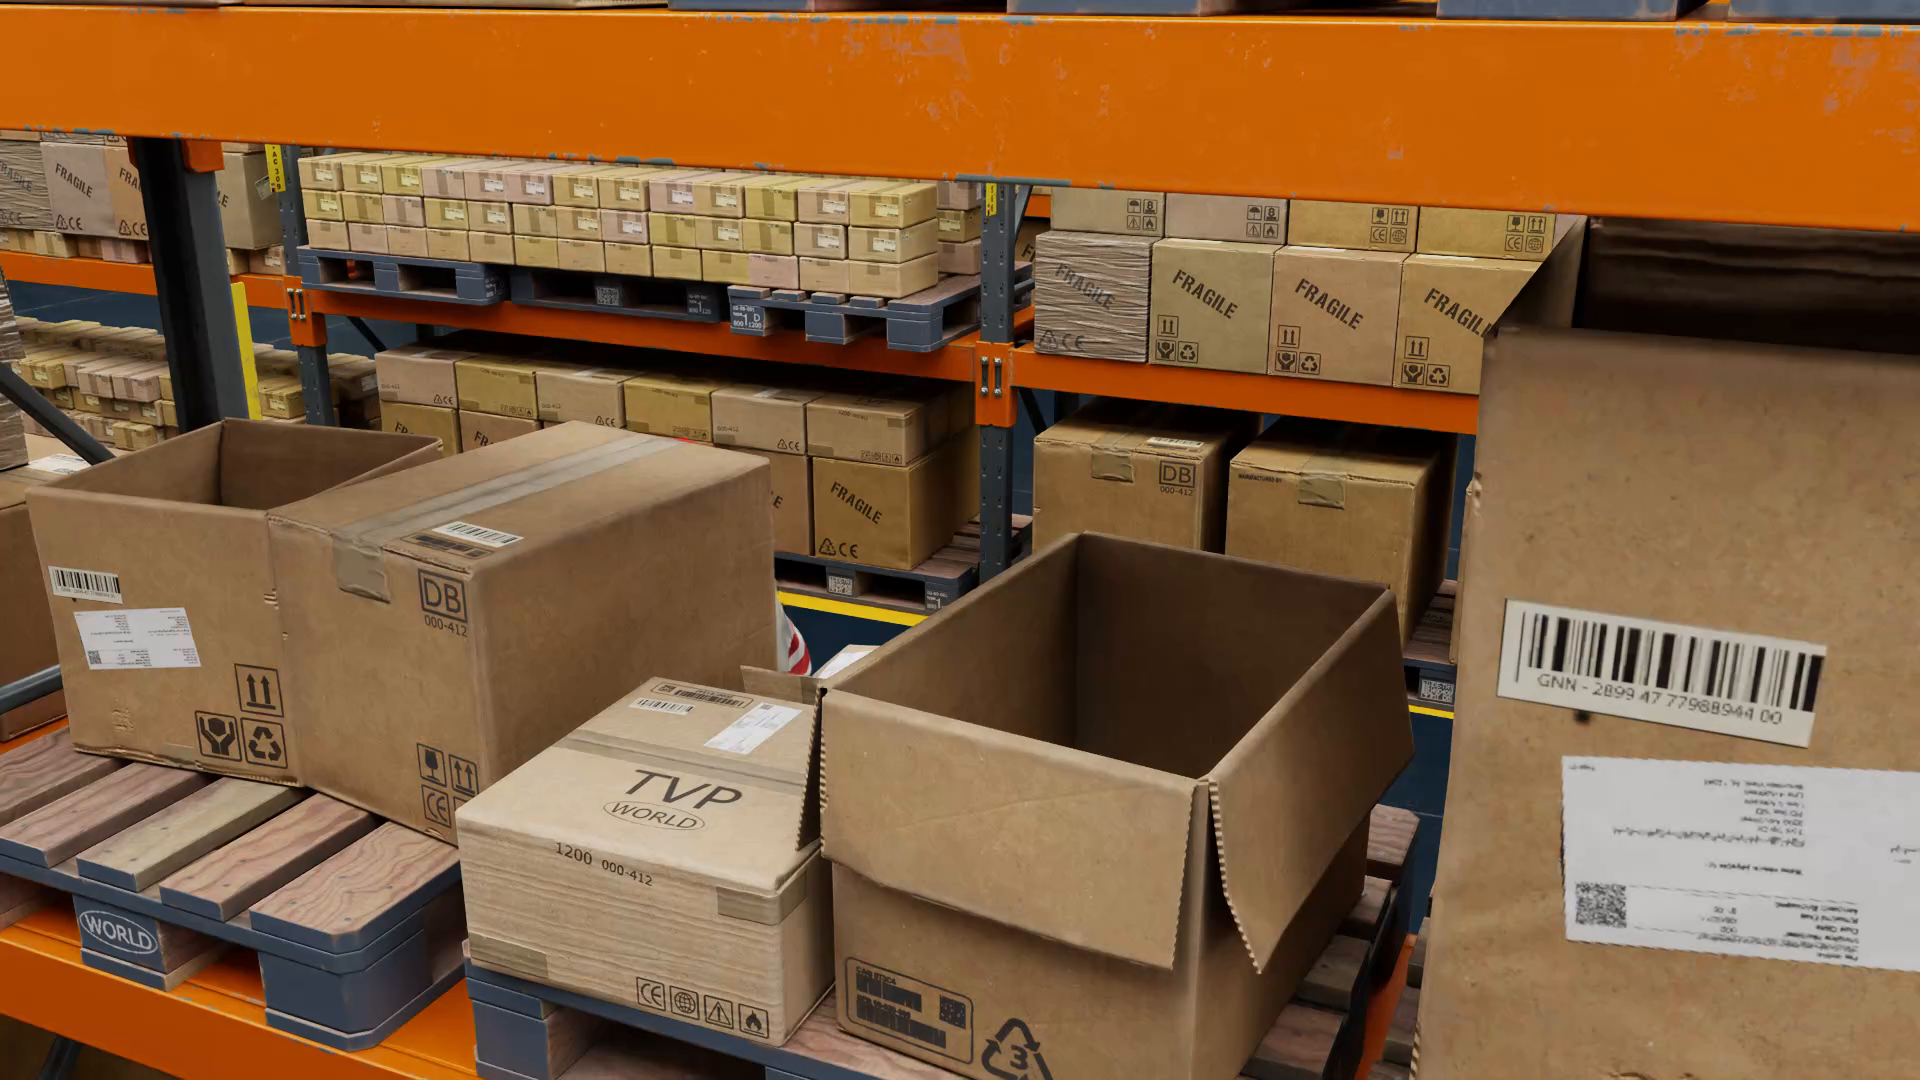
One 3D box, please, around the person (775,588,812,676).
[{"bbox_3d":[-0.744,0.551,5.179,0.585,1.295,0.816,8,21,23],"label":"person"}]
